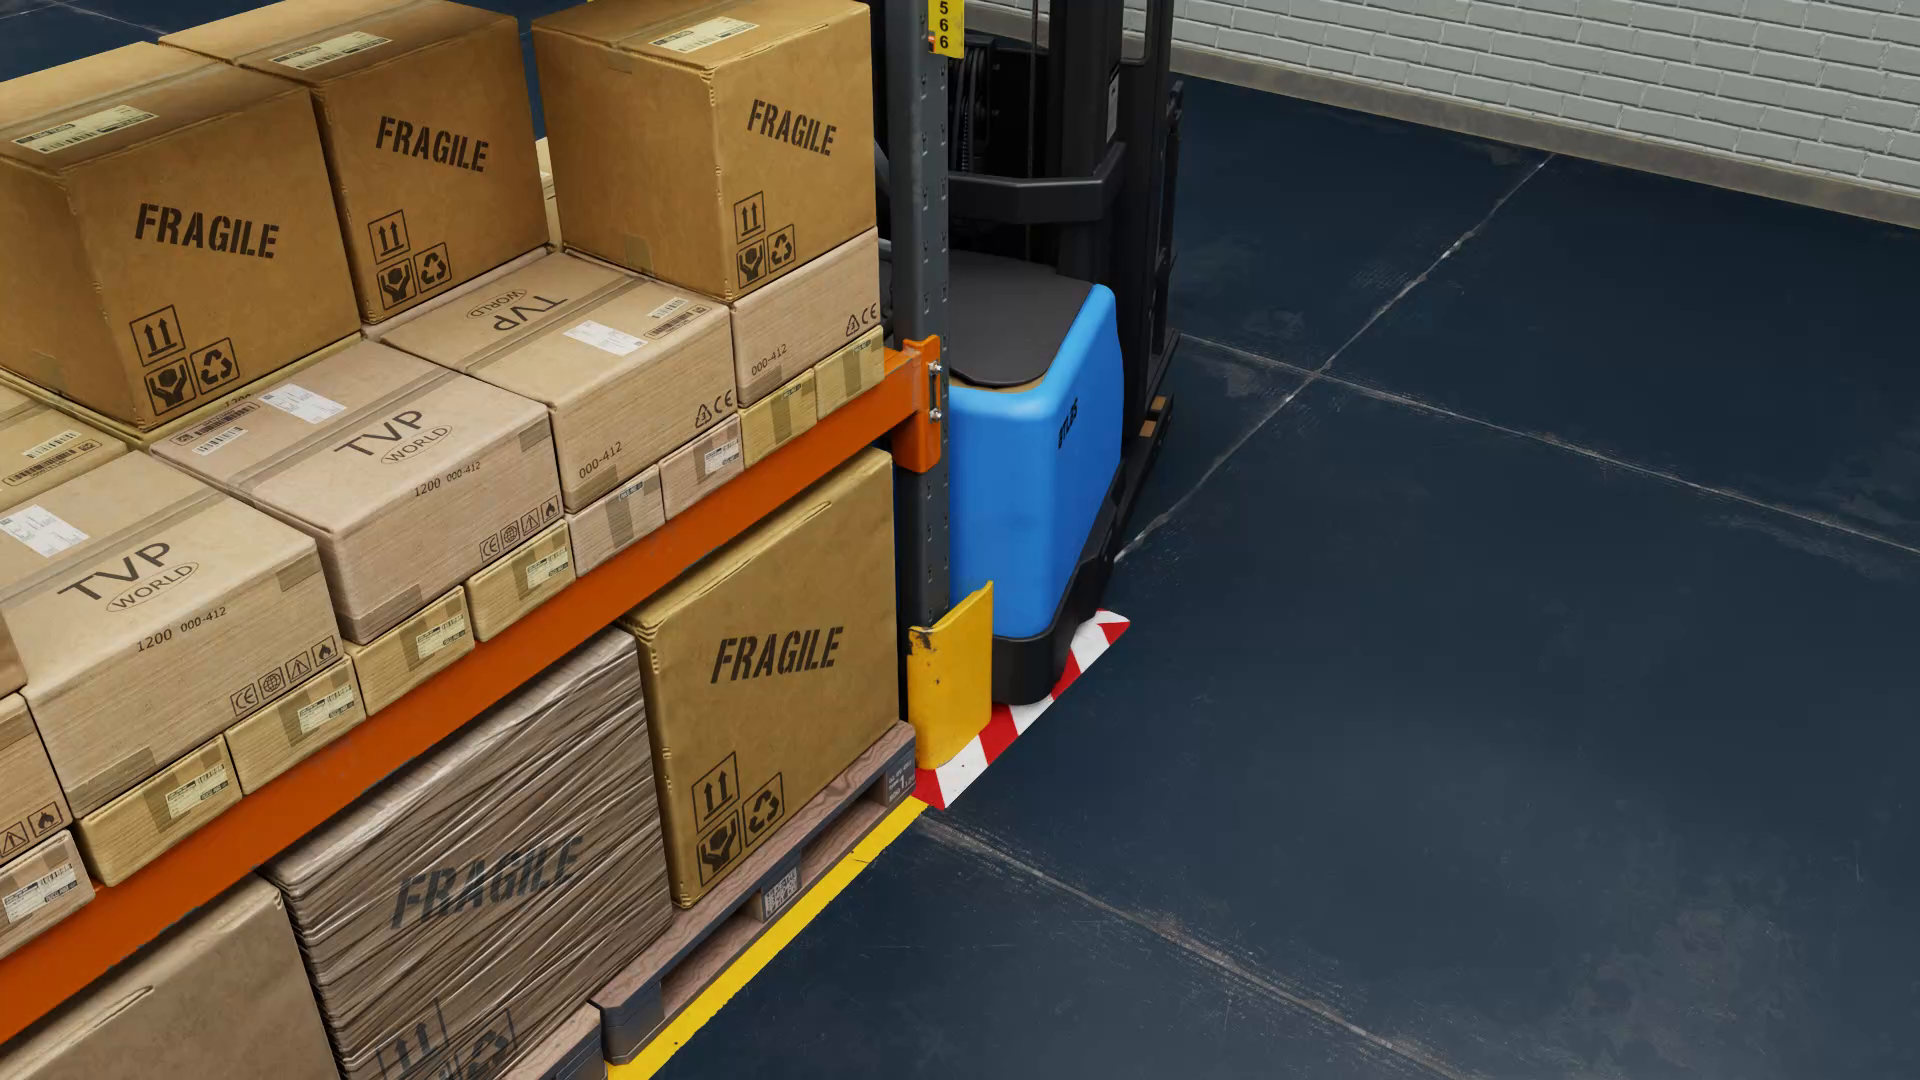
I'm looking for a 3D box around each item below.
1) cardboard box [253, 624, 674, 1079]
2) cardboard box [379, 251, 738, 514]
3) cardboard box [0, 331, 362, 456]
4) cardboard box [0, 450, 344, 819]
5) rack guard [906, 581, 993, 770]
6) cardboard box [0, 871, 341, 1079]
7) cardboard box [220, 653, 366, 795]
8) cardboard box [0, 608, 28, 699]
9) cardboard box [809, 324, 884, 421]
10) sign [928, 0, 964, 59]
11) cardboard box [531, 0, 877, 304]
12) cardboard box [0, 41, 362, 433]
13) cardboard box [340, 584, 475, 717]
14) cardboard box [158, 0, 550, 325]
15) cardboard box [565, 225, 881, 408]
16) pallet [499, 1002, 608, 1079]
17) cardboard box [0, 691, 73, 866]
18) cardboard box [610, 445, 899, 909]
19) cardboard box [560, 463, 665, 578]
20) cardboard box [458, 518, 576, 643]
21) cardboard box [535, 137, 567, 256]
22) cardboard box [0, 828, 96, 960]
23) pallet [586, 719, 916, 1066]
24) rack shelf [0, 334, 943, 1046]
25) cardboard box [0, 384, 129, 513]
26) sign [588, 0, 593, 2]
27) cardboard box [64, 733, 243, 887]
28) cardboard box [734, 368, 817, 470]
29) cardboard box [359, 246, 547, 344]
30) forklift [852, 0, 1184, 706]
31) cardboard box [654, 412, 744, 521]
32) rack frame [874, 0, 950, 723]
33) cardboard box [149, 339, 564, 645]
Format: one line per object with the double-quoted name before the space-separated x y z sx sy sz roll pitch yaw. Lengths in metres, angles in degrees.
"cardboard box" -1.290 0.622 3.674 0.875 0.875 0.875 21 39 28
"cardboard box" -0.820 -0.343 3.448 0.500 0.250 0.500 21 39 27
"cardboard box" -1.547 -0.278 3.351 0.500 0.250 0.500 20 39 27
"cardboard box" -1.403 0.133 2.745 0.500 0.250 0.500 21 40 28
"rack guard" -0.458 0.202 5.005 1.175 0.500 0.348 21 39 28
"cardboard box" -1.797 1.032 3.068 0.875 0.875 0.875 21 39 28
"cardboard box" -1.276 0.254 2.921 0.380 0.149 0.250 22 40 29
"cardboard box" -1.689 0.043 2.208 0.500 0.500 0.500 20 39 27
"cardboard box" -0.404 -0.450 3.961 0.380 0.149 0.250 22 40 29
"sign" -0.034 -1.221 3.632 0.100 0.325 0.005 21 39 28
"cardboard box" -0.533 -0.886 3.582 0.500 0.500 0.500 22 40 29
"cardboard box" -1.543 -0.589 3.143 0.500 0.500 0.500 20 39 27
"cardboard box" -1.133 0.140 3.089 0.380 0.149 0.250 21 40 28
"cardboard box" -1.252 -0.830 3.498 0.500 0.500 0.500 20 39 27
"cardboard box" -0.530 -0.576 3.792 0.500 0.250 0.500 21 39 27
"pallet" -1.559 1.285 3.662 1.003 0.211 1.213 21 39 28
"cardboard box" -1.691 0.357 2.413 0.500 0.250 0.500 22 40 29
"cardboard box" -0.771 0.204 4.293 0.875 0.875 0.875 21 39 28
"cardboard box" -0.839 -0.099 3.443 0.380 0.149 0.250 22 40 29
"cardboard box" -0.985 0.021 3.266 0.380 0.149 0.250 20 39 27
"cardboard box" -0.967 -0.749 4.048 0.500 0.250 0.500 20 39 27
"cardboard box" -1.572 0.496 2.564 0.380 0.149 0.250 22 40 29
"pallet" -0.863 0.725 4.489 1.003 0.211 1.213 21 39 28
"rack shelf" -1.612 0.396 3.129 1.077 0.370 4.000 21 39 28
"cardboard box" -1.841 -0.036 2.994 0.500 0.250 0.500 20 39 27
"sign" -0.924 -1.394 4.290 0.100 0.325 0.005 21 39 28
"cardboard box" -1.423 0.374 2.743 0.380 0.149 0.250 20 39 27
"cardboard box" -0.551 -0.329 3.784 0.380 0.149 0.250 22 40 29
"cardboard box" -1.258 -0.508 3.692 0.500 0.250 0.500 21 39 28
"forklift" 0.180 -1.548 5.423 1.130 2.935 3.031 10 35 14
"cardboard box" -0.696 -0.214 3.613 0.380 0.149 0.250 21 40 28
"rack frame" -0.472 -0.823 4.289 1.000 3.000 0.127 21 39 28
"cardboard box" -1.110 -0.108 3.101 0.500 0.250 0.500 20 39 27
